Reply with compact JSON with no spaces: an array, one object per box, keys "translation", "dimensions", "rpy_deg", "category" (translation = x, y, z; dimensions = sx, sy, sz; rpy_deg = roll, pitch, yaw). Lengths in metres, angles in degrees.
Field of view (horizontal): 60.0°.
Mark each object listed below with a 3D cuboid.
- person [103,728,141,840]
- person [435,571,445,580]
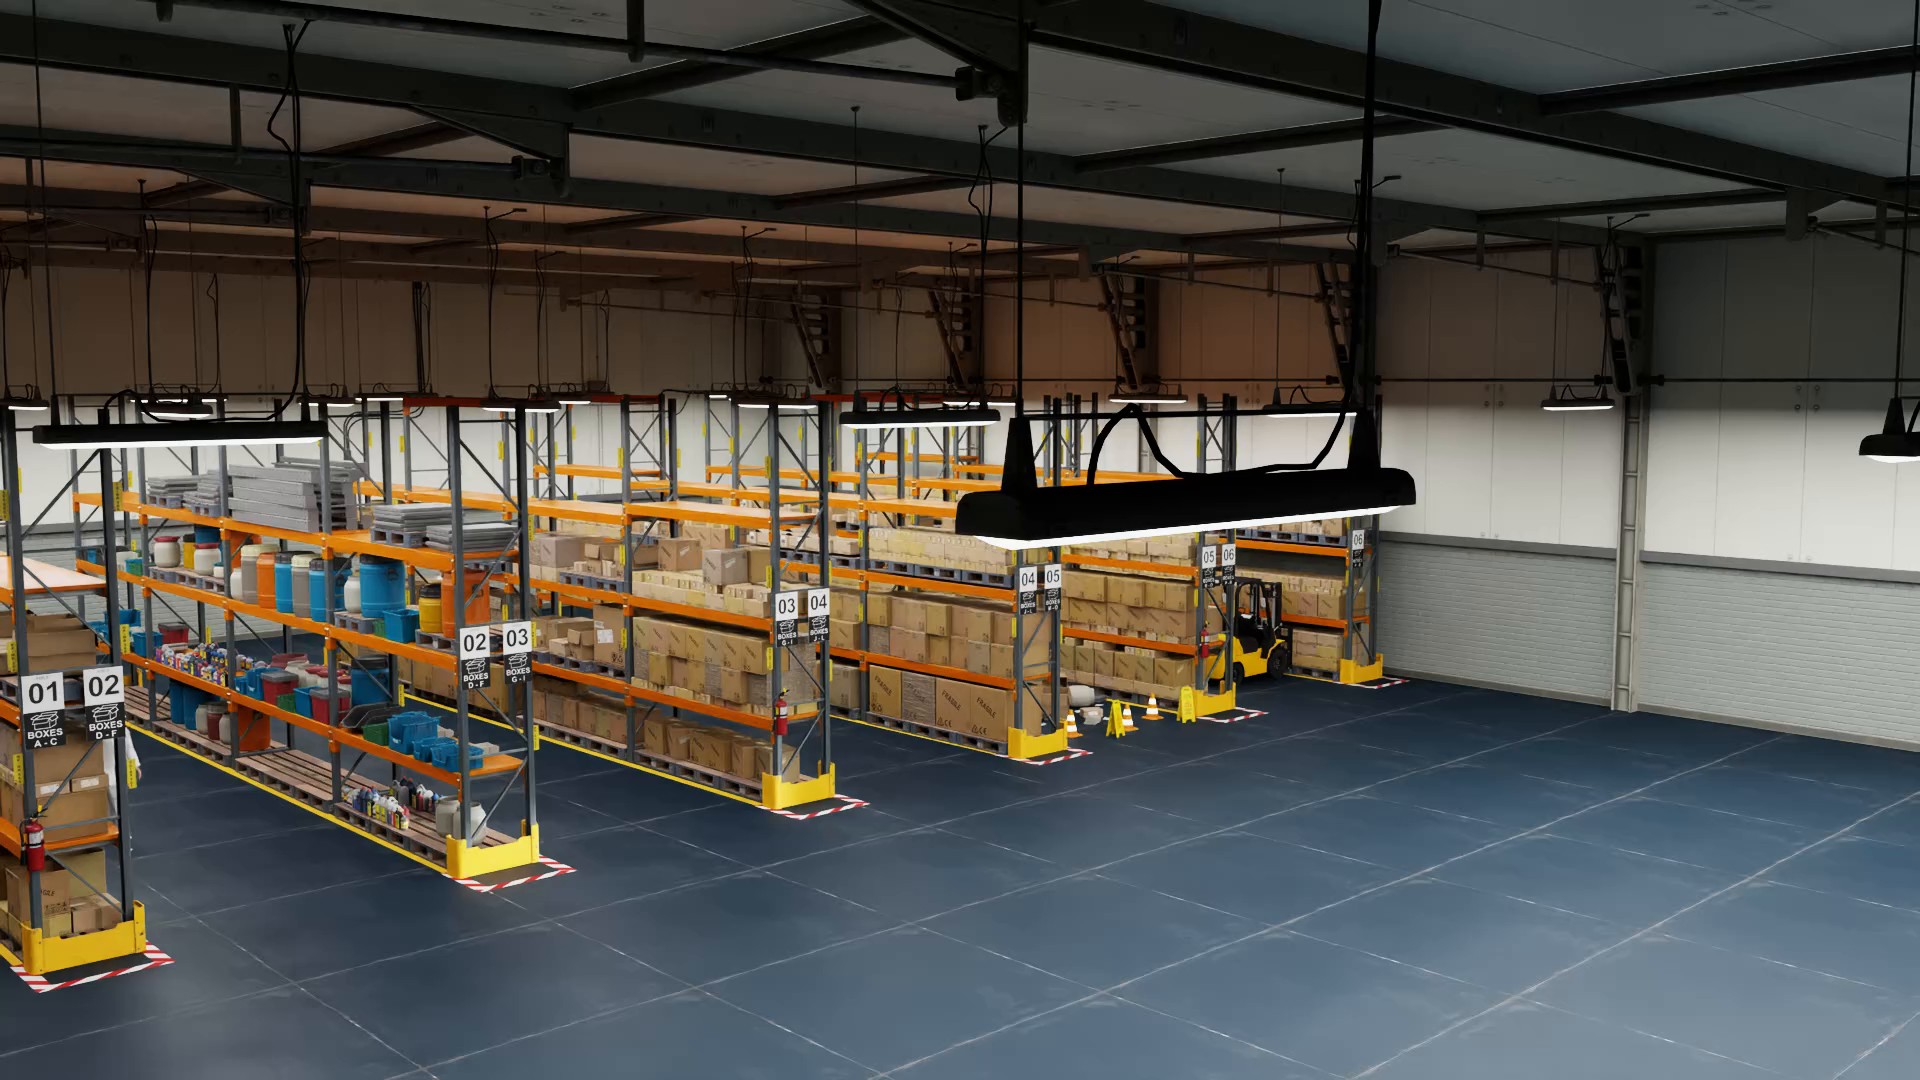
[{"translation":[-11.731,3.214,23.079],"dimensions":[1.004,1.750,0.652],"rpy_deg":[3,6,29],"category":"person"},{"translation":[-12.677,1.474,41.033],"dimensions":[0.566,1.723,0.980],"rpy_deg":[-3,6,-26],"category":"person"}]
